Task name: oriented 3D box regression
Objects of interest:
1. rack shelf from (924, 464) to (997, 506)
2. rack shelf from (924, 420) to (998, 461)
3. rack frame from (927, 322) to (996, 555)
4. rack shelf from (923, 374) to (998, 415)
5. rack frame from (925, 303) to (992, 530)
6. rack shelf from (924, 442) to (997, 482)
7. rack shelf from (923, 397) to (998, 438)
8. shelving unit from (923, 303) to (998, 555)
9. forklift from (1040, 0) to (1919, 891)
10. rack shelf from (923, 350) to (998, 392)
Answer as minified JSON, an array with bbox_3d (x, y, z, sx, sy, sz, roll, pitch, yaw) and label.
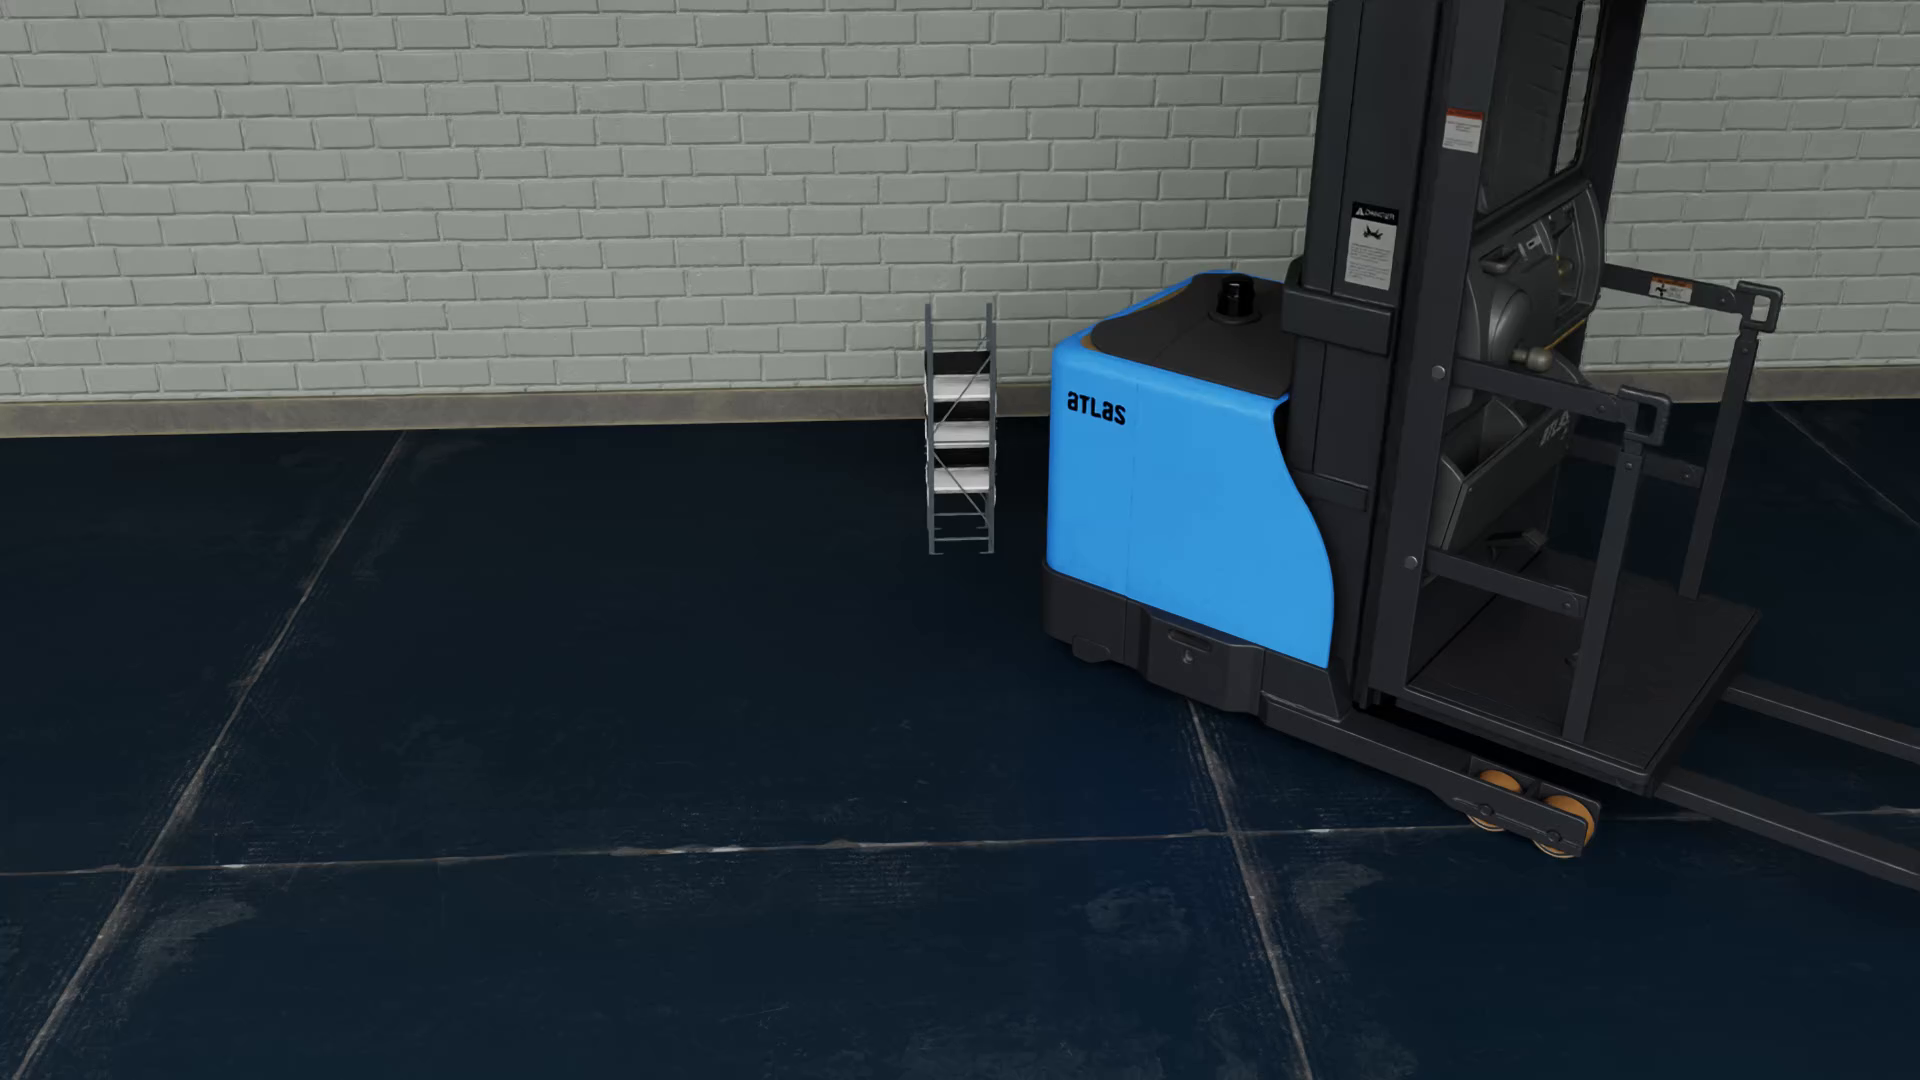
[{"bbox_3d":[0.000,-0.206,6.133,0.258,0.077,0.200,-1,28,-3],"label":"rack shelf"},{"bbox_3d":[0.000,-0.366,6.050,0.258,0.077,0.200,-1,28,-3],"label":"rack shelf"},{"bbox_3d":[0.006,-0.348,5.945,0.240,0.900,0.006,-1,28,-3],"label":"rack frame"},{"bbox_3d":[0.000,-0.525,5.967,0.258,0.077,0.200,-1,28,-3],"label":"rack shelf"},{"bbox_3d":[-0.005,-0.442,6.125,0.240,0.900,0.006,-1,28,-3],"label":"rack frame"},{"bbox_3d":[0.000,-0.286,6.092,0.258,0.077,0.200,-1,28,-3],"label":"rack shelf"},{"bbox_3d":[0.000,-0.445,6.009,0.258,0.077,0.200,-1,28,-3],"label":"rack shelf"},{"bbox_3d":[0.000,-0.395,6.035,0.258,0.900,0.210,-1,28,-3],"label":"shelving unit"},{"bbox_3d":[1.739,-0.704,4.431,3.031,2.935,1.130,20,33,33],"label":"forklift"},{"bbox_3d":[0.000,-0.605,5.925,0.258,0.077,0.200,-1,28,-3],"label":"rack shelf"}]
